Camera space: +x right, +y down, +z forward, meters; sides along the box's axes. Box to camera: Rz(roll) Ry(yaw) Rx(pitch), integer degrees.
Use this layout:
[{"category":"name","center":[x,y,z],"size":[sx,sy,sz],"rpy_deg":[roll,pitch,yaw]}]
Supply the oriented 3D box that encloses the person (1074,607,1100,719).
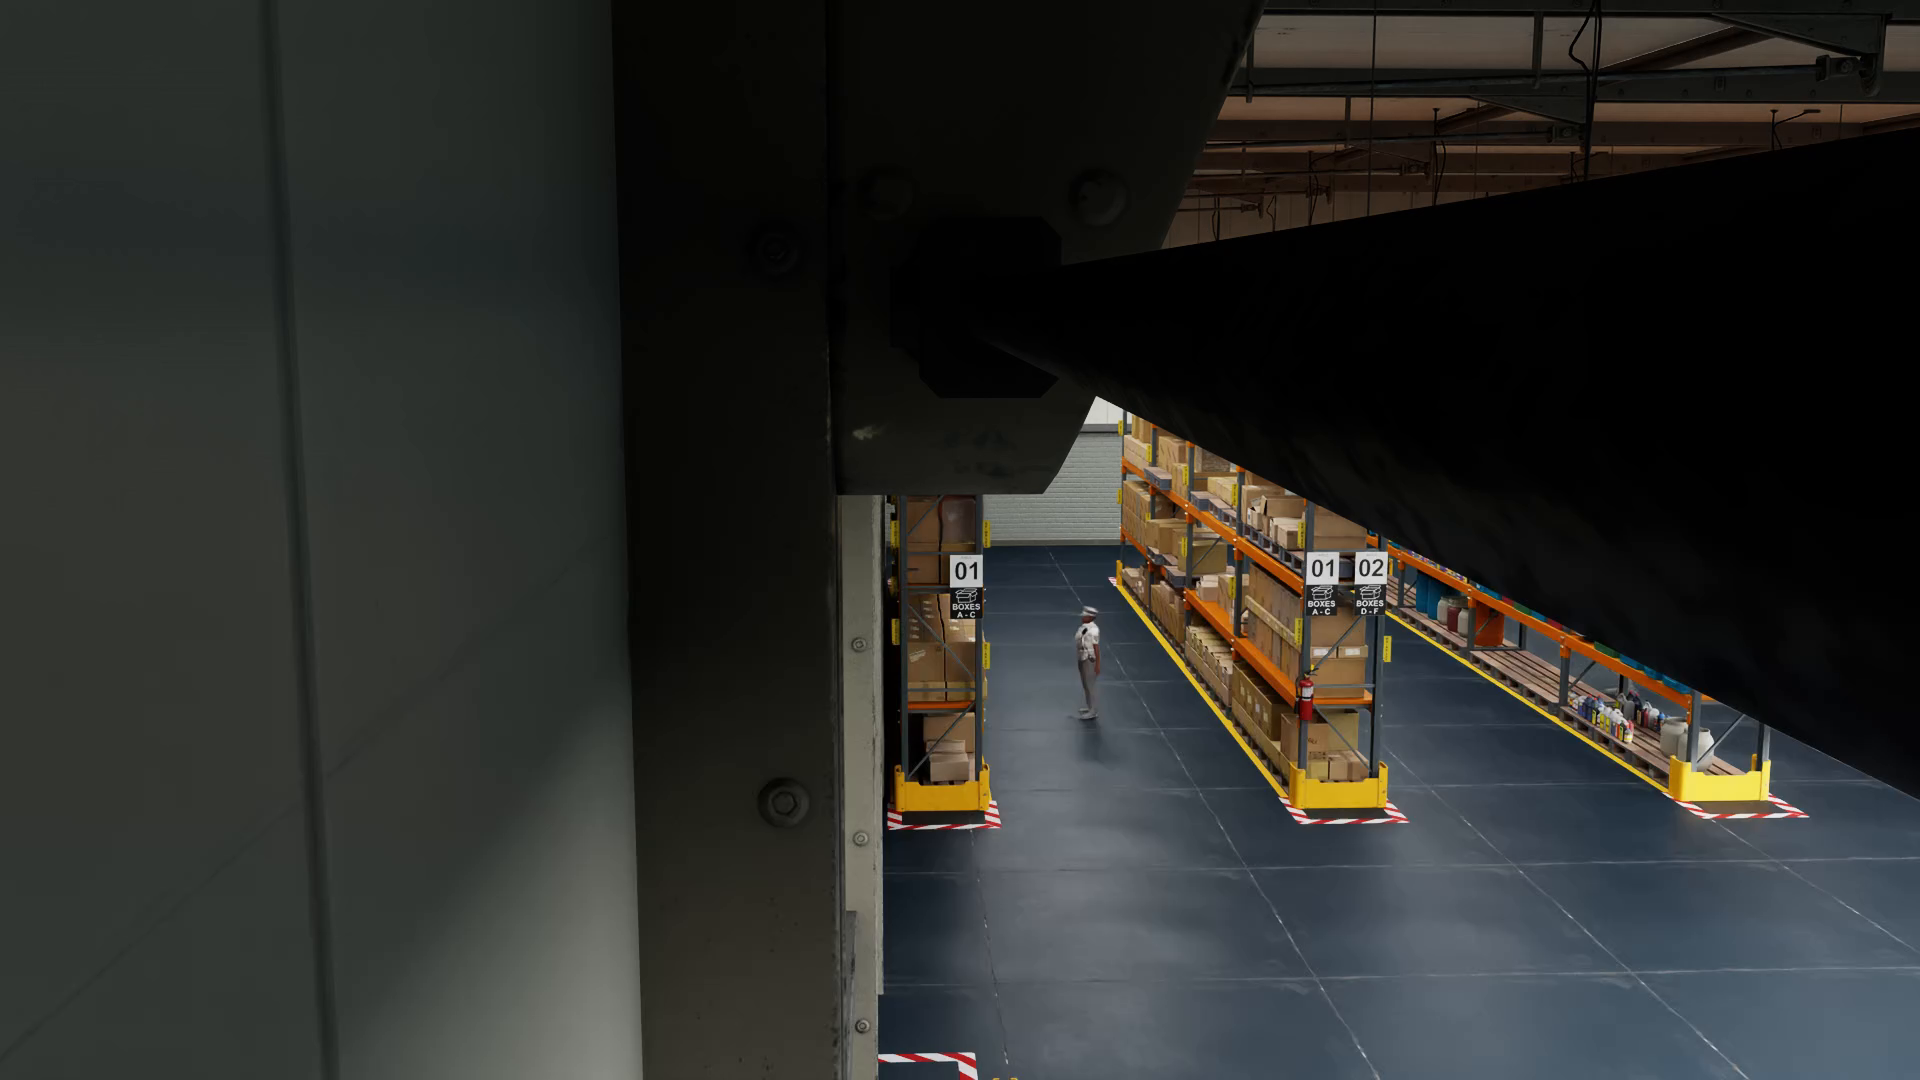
[{"category":"person","center":[1.914,1.826,24.977],"size":[0.358,1.693,0.530],"rpy_deg":[-3,9,-19]}]

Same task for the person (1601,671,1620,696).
[{"category":"person","center":[10.423,1.578,26.324],"size":[0.403,1.773,0.580],"rpy_deg":[1,8,7]}]
